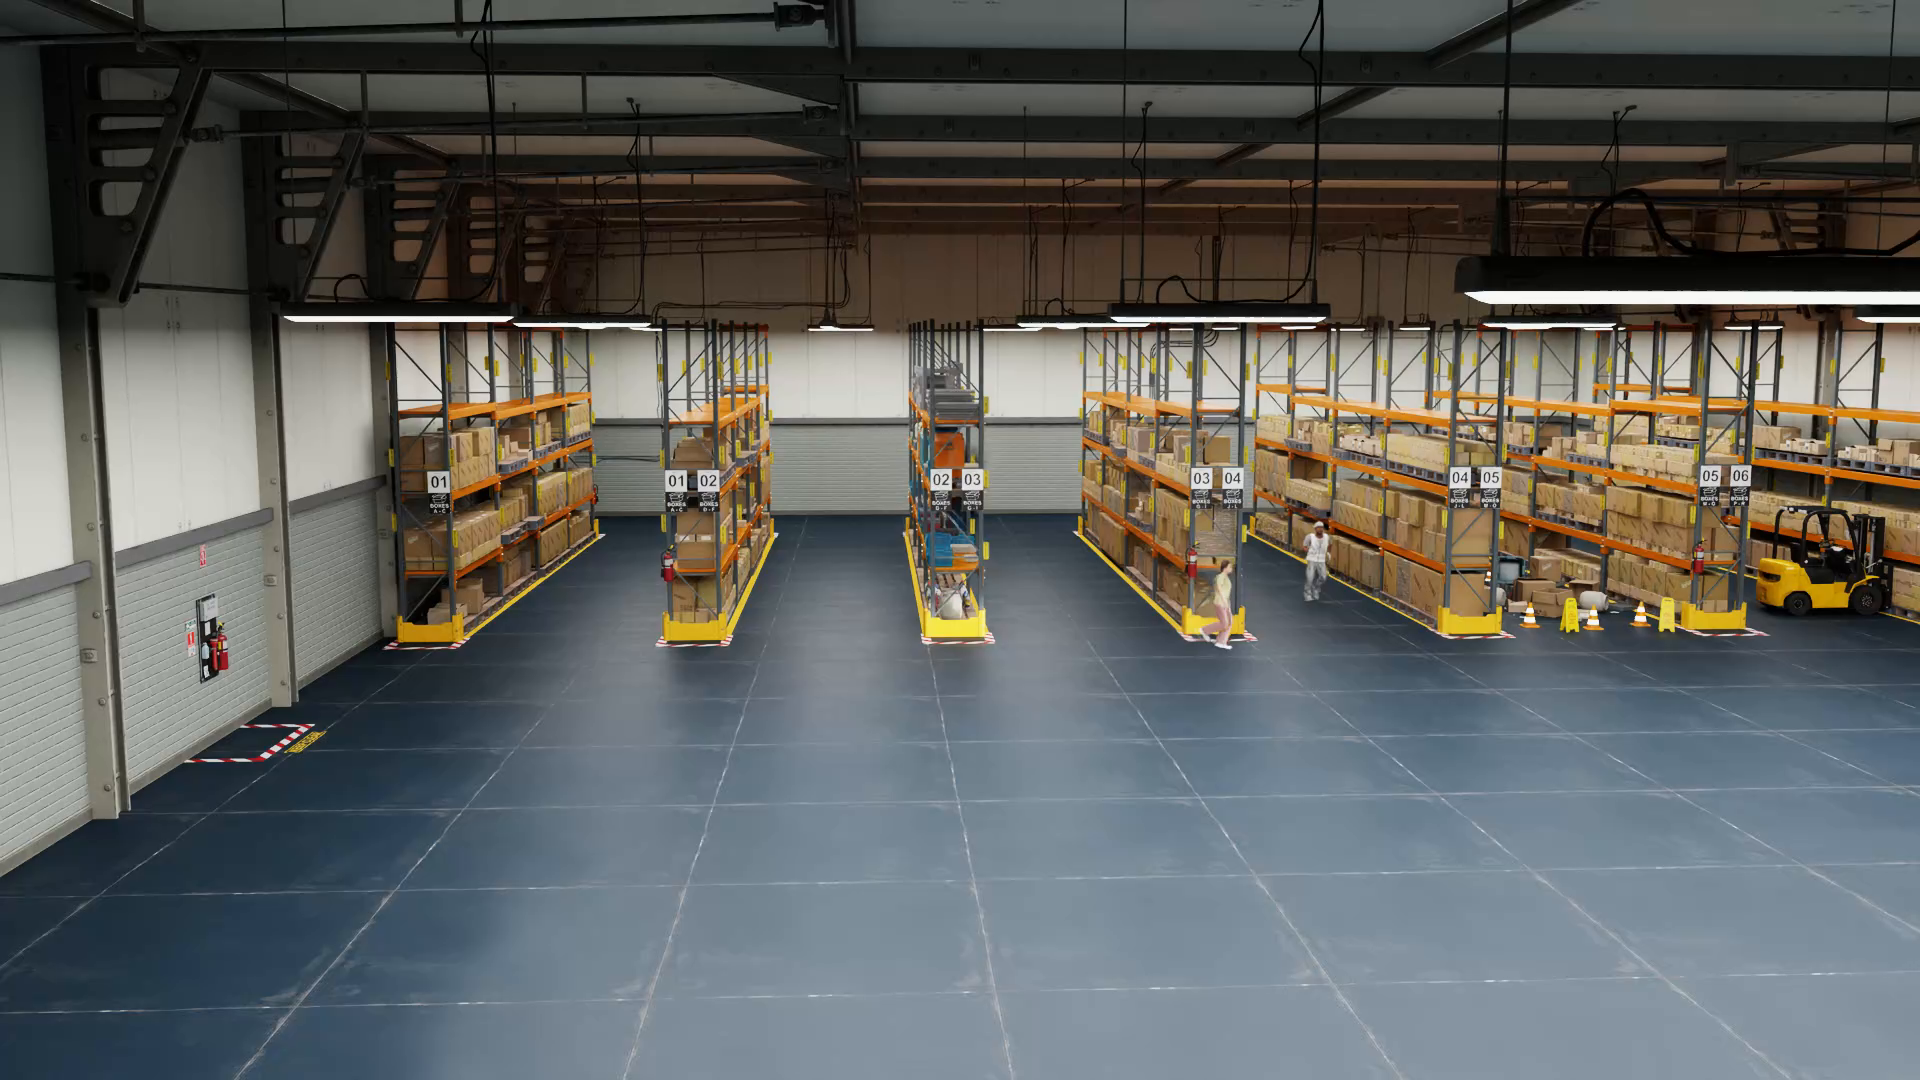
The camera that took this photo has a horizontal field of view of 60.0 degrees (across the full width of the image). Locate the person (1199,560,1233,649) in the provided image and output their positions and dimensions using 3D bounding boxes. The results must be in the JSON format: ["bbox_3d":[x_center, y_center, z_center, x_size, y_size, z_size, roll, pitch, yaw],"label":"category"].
[{"bbox_3d":[4.689,1.177,30.447,0.620,1.641,0.586,3,8,22],"label":"person"}]

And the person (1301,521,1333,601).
[{"bbox_3d":[7.675,0.464,35.579,0.727,1.730,0.620,0,7,-4],"label":"person"}]

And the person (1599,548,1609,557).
[{"bbox_3d":[16.611,-0.324,42.203,0.651,1.694,0.977,-2,7,-15],"label":"person"}]
